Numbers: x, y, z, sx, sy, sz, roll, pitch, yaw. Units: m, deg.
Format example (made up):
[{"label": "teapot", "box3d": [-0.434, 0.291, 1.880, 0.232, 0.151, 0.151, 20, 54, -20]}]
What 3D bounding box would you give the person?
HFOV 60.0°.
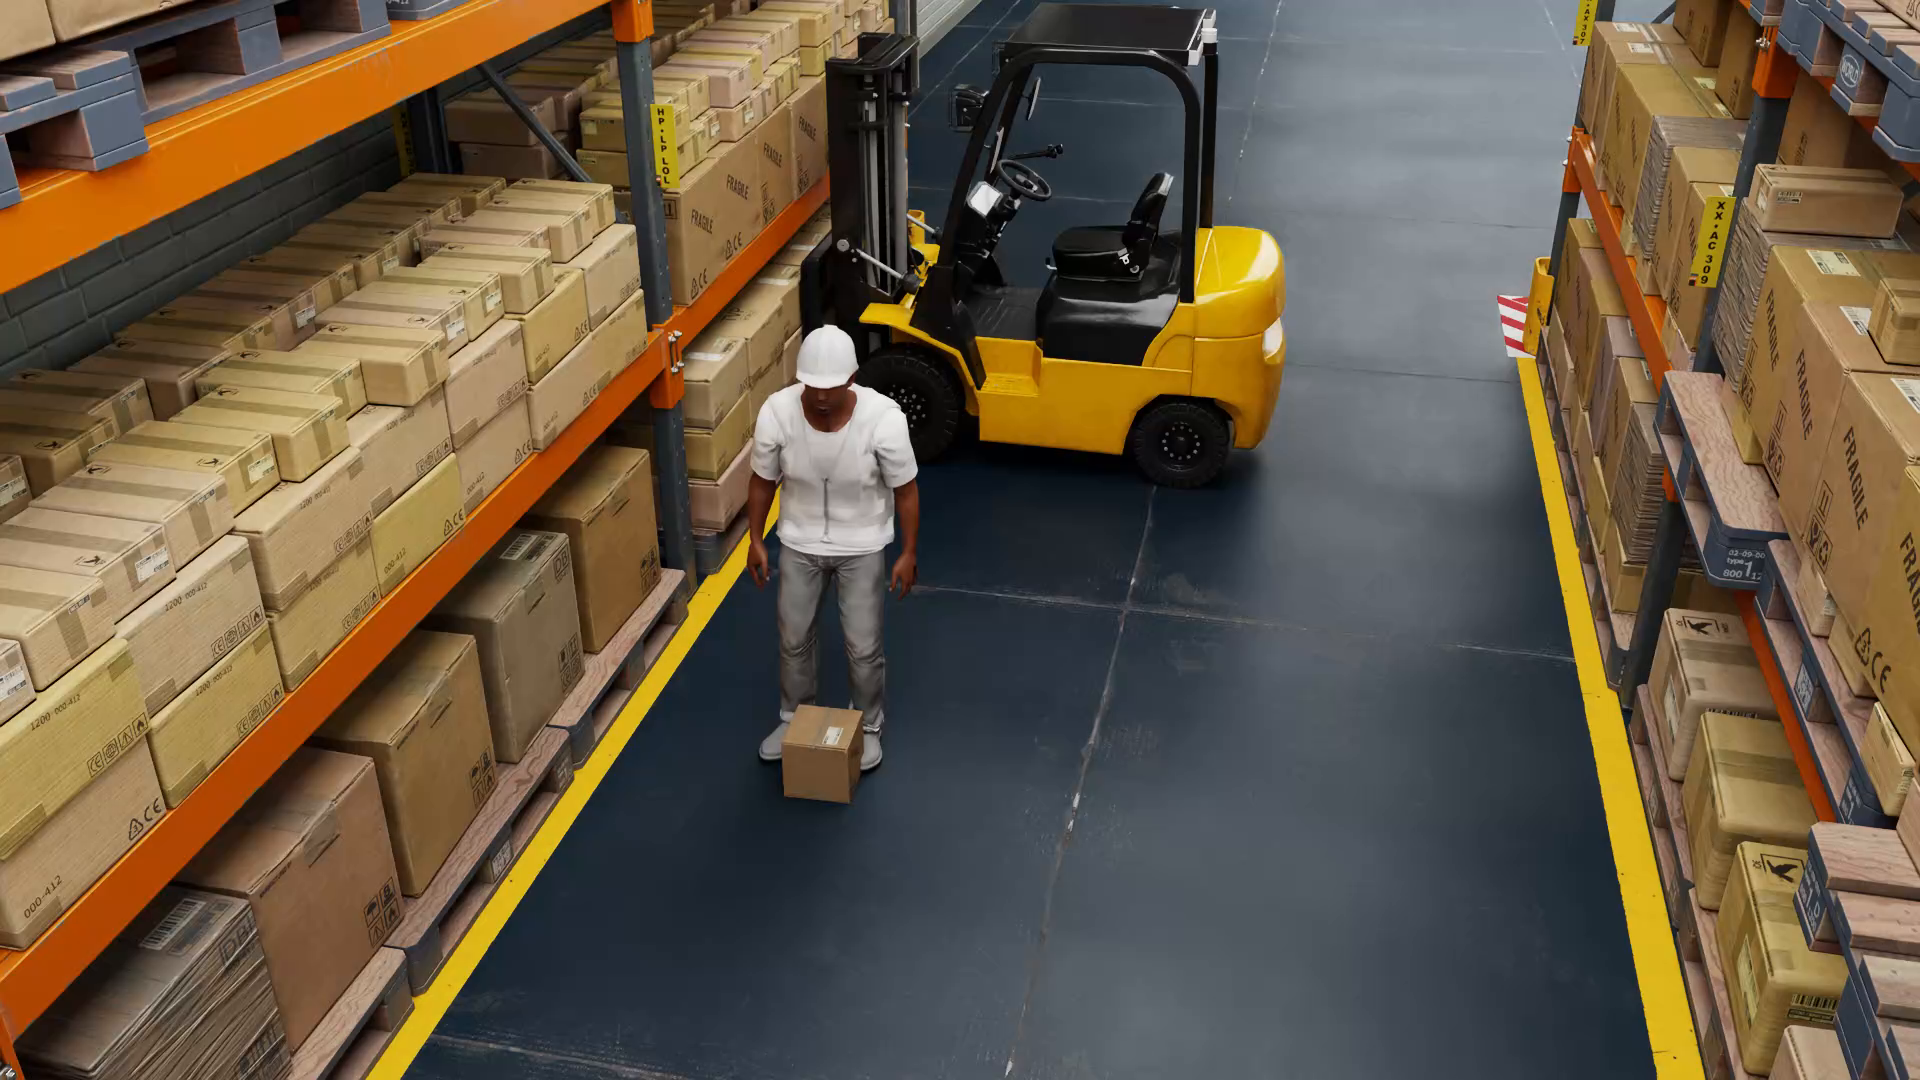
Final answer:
[{"label": "person", "box3d": [-0.464, 0.032, 6.048, 0.635, 1.760, 0.458, 4, 29, 8]}]
